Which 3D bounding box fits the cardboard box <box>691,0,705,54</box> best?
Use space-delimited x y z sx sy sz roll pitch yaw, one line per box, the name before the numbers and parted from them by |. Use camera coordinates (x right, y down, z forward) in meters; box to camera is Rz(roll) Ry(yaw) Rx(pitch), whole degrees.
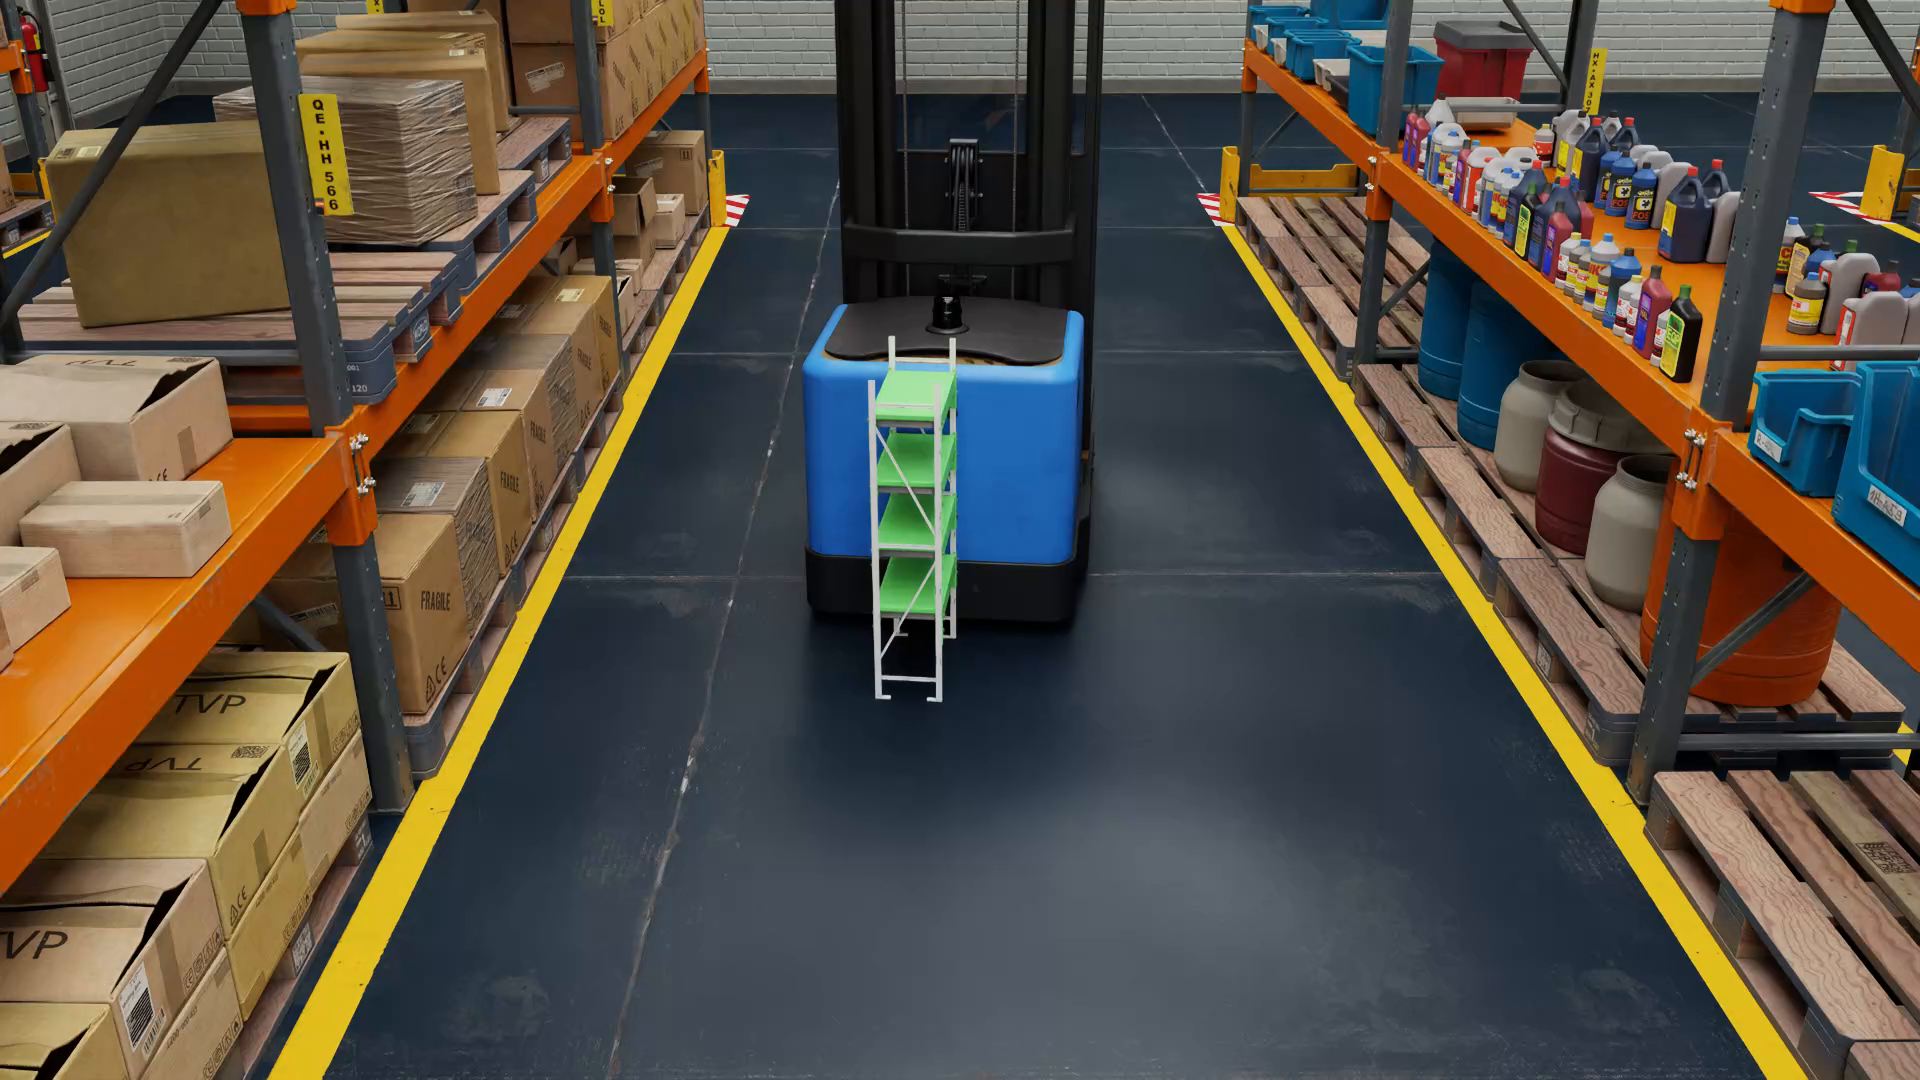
cardboard box | -2.084 -3.670 11.602 0.500 0.500 0.500 0 24 1

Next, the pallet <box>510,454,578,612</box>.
pallet | -2.254 -0.050 7.103 1.003 0.211 1.213 0 24 -1

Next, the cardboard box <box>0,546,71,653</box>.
cardboard box | -2.203 0.129 3.630 0.380 0.149 0.250 2 24 3

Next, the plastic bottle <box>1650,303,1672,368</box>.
plastic bottle | 2.266 -0.653 5.296 0.097 0.201 0.097 0 24 0

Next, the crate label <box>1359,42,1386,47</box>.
crate label | 2.799 -3.166 10.857 0.396 0.136 0.243 0 24 -1

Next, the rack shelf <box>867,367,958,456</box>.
rack shelf | -0.159 -0.454 5.787 0.258 0.148 0.480 2 24 5

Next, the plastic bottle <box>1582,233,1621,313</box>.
plastic bottle | 2.259 -0.941 5.846 0.097 0.271 0.097 0 24 0

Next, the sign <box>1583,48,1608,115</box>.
sign | 3.186 -2.308 8.376 0.100 0.325 0.005 0 24 -1

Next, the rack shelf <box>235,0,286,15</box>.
rack shelf | -2.252 -0.726 2.447 1.077 0.370 4.000 0 24 -1

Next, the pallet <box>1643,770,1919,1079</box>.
pallet | 2.649 1.058 4.654 1.003 0.211 1.213 0 24 -1

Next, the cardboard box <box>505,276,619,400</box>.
cardboard box | -2.025 -1.019 8.362 0.500 0.500 0.500 0 24 -1

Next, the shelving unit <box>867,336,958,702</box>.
shelving unit | -0.159 -0.075 5.959 0.258 1.200 0.503 2 24 5

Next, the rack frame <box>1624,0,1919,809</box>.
rack frame | 2.680 -0.532 4.785 1.000 3.000 0.127 0 24 -1

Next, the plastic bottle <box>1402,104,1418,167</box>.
plastic bottle | 2.213 -1.974 8.115 0.061 0.283 0.133 0 24 -1

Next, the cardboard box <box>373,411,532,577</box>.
cardboard box | -2.004 -0.184 6.515 0.500 0.500 0.500 -1 24 -1

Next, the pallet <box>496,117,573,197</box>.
pallet | -2.417 -1.742 7.694 1.003 0.211 1.213 0 24 -1

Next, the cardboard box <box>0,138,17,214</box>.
cardboard box | -7.206 -2.548 11.767 0.700 0.500 0.500 0 24 -1

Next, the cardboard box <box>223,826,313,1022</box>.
cardboard box | -2.015 0.979 4.273 0.500 0.250 0.500 -1 24 -1

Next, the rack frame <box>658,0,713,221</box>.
rack frame | -2.361 -3.807 12.028 1.000 3.000 0.127 0 24 -1

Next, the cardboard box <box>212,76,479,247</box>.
cardboard box | -2.212 -1.384 6.040 0.700 0.500 0.500 4 25 9

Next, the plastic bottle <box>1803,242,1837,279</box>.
plastic bottle | 2.958 -0.891 5.736 0.097 0.271 0.097 0 24 0

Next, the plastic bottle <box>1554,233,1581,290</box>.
plastic bottle | 2.256 -1.029 6.127 0.097 0.201 0.097 0 24 0

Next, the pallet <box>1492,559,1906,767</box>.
pallet | 2.629 0.414 6.078 1.003 0.211 1.213 0 24 -1

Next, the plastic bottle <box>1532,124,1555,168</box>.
plastic bottle | 2.839 -1.920 8.097 0.097 0.201 0.097 0 24 0

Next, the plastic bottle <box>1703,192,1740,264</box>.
plastic bottle | 2.983 -1.226 6.472 0.152 0.276 0.135 0 24 -1

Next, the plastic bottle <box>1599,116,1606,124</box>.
plastic bottle | 3.012 -1.871 7.888 0.061 0.283 0.133 0 24 -1

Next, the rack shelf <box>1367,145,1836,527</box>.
rack shelf | 2.658 -1.028 6.756 1.077 0.370 4.000 0 24 -1

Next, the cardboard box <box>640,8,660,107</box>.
cardboard box | -2.062 -2.833 9.753 0.500 0.500 0.500 0 24 -1

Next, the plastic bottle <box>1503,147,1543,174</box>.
plastic bottle | 2.422 -1.550 7.188 0.152 0.276 0.135 0 24 -1

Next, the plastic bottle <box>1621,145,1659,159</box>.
plastic bottle | 2.973 -1.604 7.307 0.152 0.276 0.135 0 24 -1

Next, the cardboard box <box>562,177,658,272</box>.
cardboard box | -2.343 -1.996 10.519 0.797 0.503 0.637 0 24 -1

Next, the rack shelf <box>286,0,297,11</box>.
rack shelf | -2.295 -2.374 6.092 1.077 0.370 4.000 0 24 -1

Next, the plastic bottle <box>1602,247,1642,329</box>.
plastic bottle | 2.261 -0.861 5.669 0.097 0.271 0.097 0 24 0

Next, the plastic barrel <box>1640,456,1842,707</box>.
plastic barrel | 2.657 0.064 5.592 0.600 0.830 0.708 0 24 -1

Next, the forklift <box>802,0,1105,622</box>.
forklift | 0.063 -1.593 7.215 1.130 2.935 3.031 2 24 5

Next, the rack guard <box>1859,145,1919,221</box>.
rack guard | 7.545 -2.721 12.660 1.175 0.500 0.348 0 24 -1

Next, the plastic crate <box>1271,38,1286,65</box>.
plastic crate | 2.194 -3.220 10.977 0.250 0.136 0.298 0 24 -1

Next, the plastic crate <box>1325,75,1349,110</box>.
plastic crate | 2.355 -2.542 9.491 0.437 0.125 0.590 0 24 -1

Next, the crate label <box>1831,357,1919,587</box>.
crate label | 2.420 -0.137 3.870 0.502 0.435 0.616 0 24 -1

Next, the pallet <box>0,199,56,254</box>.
pallet | -7.227 -2.184 11.823 1.003 0.211 1.213 0 24 -1

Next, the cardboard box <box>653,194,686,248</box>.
cardboard box | -2.128 -2.140 11.145 0.500 0.250 0.500 0 24 -1

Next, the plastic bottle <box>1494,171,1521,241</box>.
plastic bottle | 2.248 -1.364 6.781 0.097 0.271 0.097 0 24 0

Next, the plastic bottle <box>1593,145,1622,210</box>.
plastic bottle | 2.849 -1.594 7.290 0.097 0.271 0.097 0 24 0

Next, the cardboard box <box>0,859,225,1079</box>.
cardboard box | -2.007 0.932 3.696 0.500 0.311 0.500 0 24 -1

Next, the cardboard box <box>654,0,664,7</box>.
cardboard box | -2.059 -3.493 9.998 0.500 0.500 0.500 0 24 1

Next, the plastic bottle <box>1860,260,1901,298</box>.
plastic bottle | 3.040 -0.794 5.507 0.061 0.283 0.133 0 24 -1

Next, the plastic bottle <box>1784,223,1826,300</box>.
plastic bottle | 3.035 -0.999 5.961 0.061 0.283 0.133 0 24 -1

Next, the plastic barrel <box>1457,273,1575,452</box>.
plastic barrel | 2.633 -0.899 7.635 0.600 0.901 0.708 0 24 -1

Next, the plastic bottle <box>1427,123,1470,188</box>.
plastic bottle | 2.264 -1.780 7.696 0.152 0.276 0.135 0 24 -1

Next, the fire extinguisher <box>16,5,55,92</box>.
fire extinguisher | -6.854 -3.643 12.210 0.296 0.674 0.183 0 24 -1
